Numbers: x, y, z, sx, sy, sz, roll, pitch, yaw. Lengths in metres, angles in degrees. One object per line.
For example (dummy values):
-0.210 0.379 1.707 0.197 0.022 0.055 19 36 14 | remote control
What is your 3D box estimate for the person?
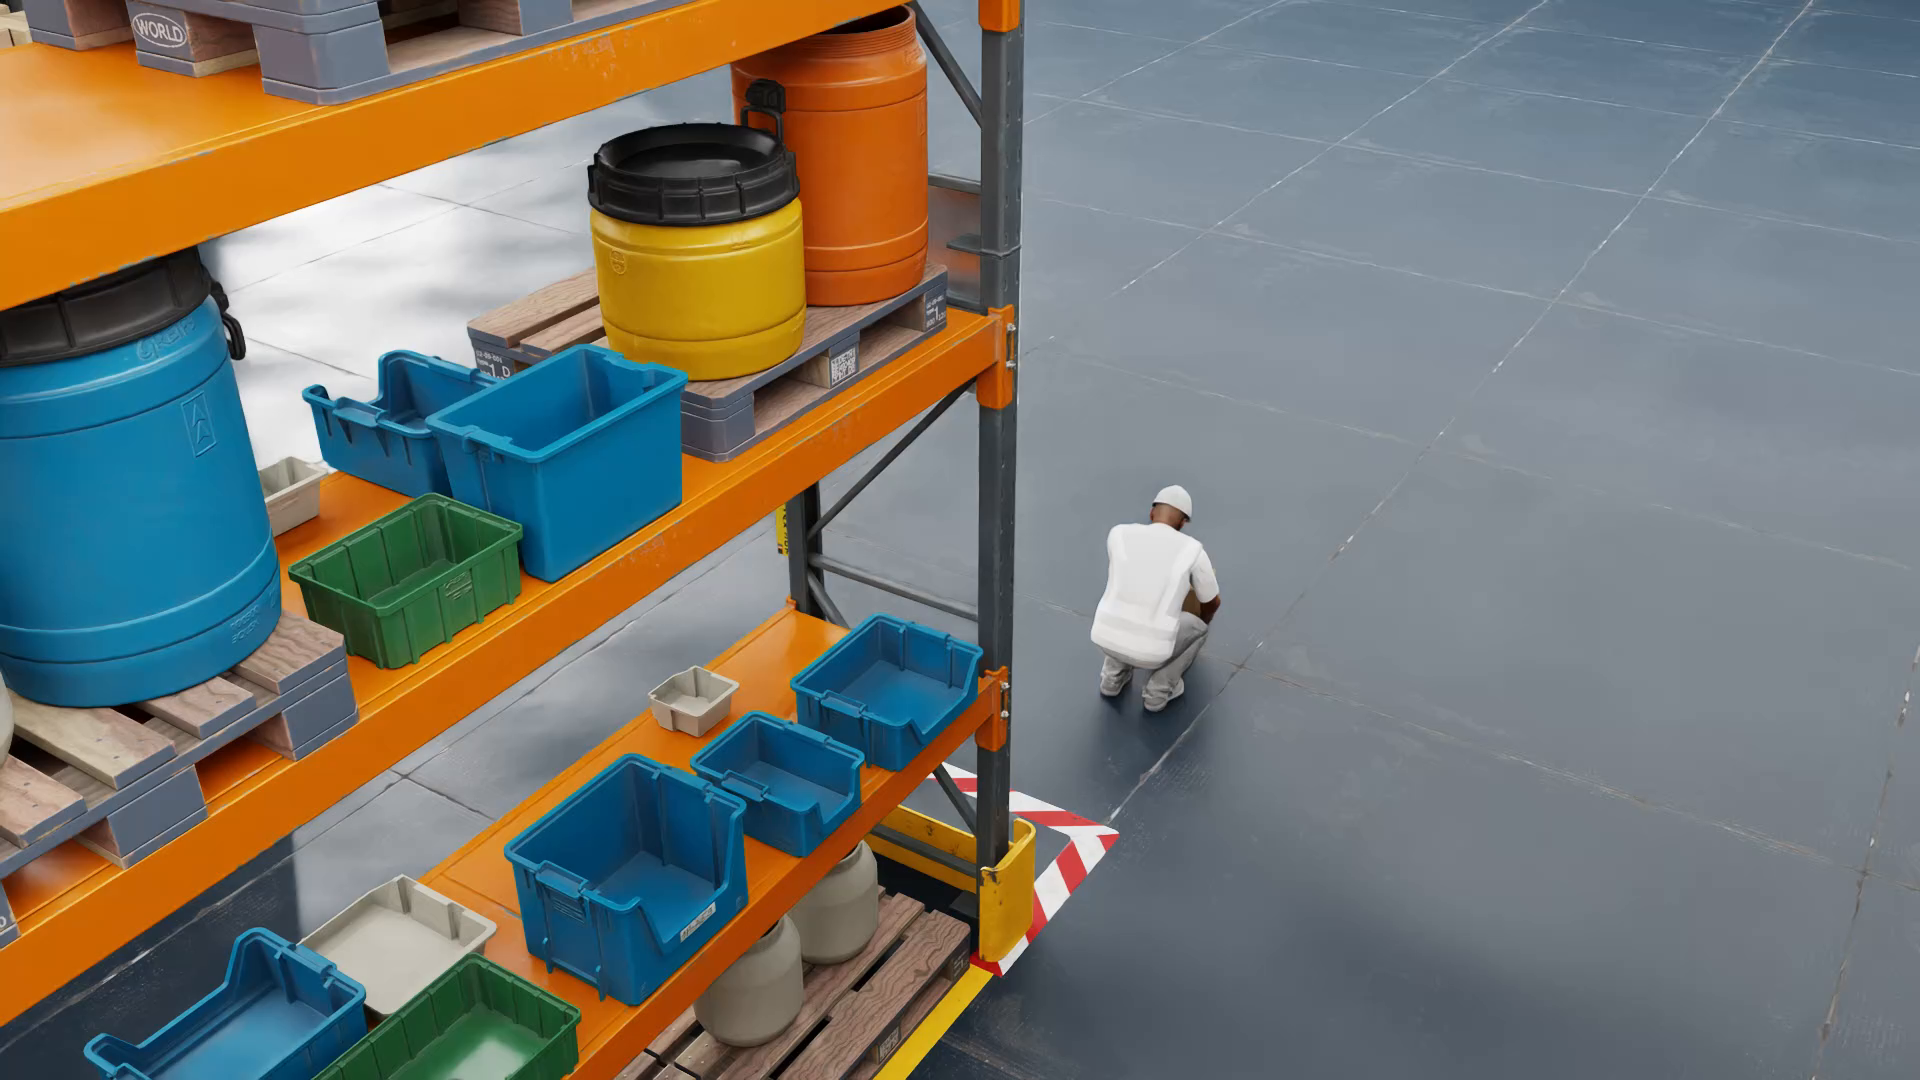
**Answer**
0.987 0.278 8.460 0.583 0.998 0.887 18 35 27 | person
